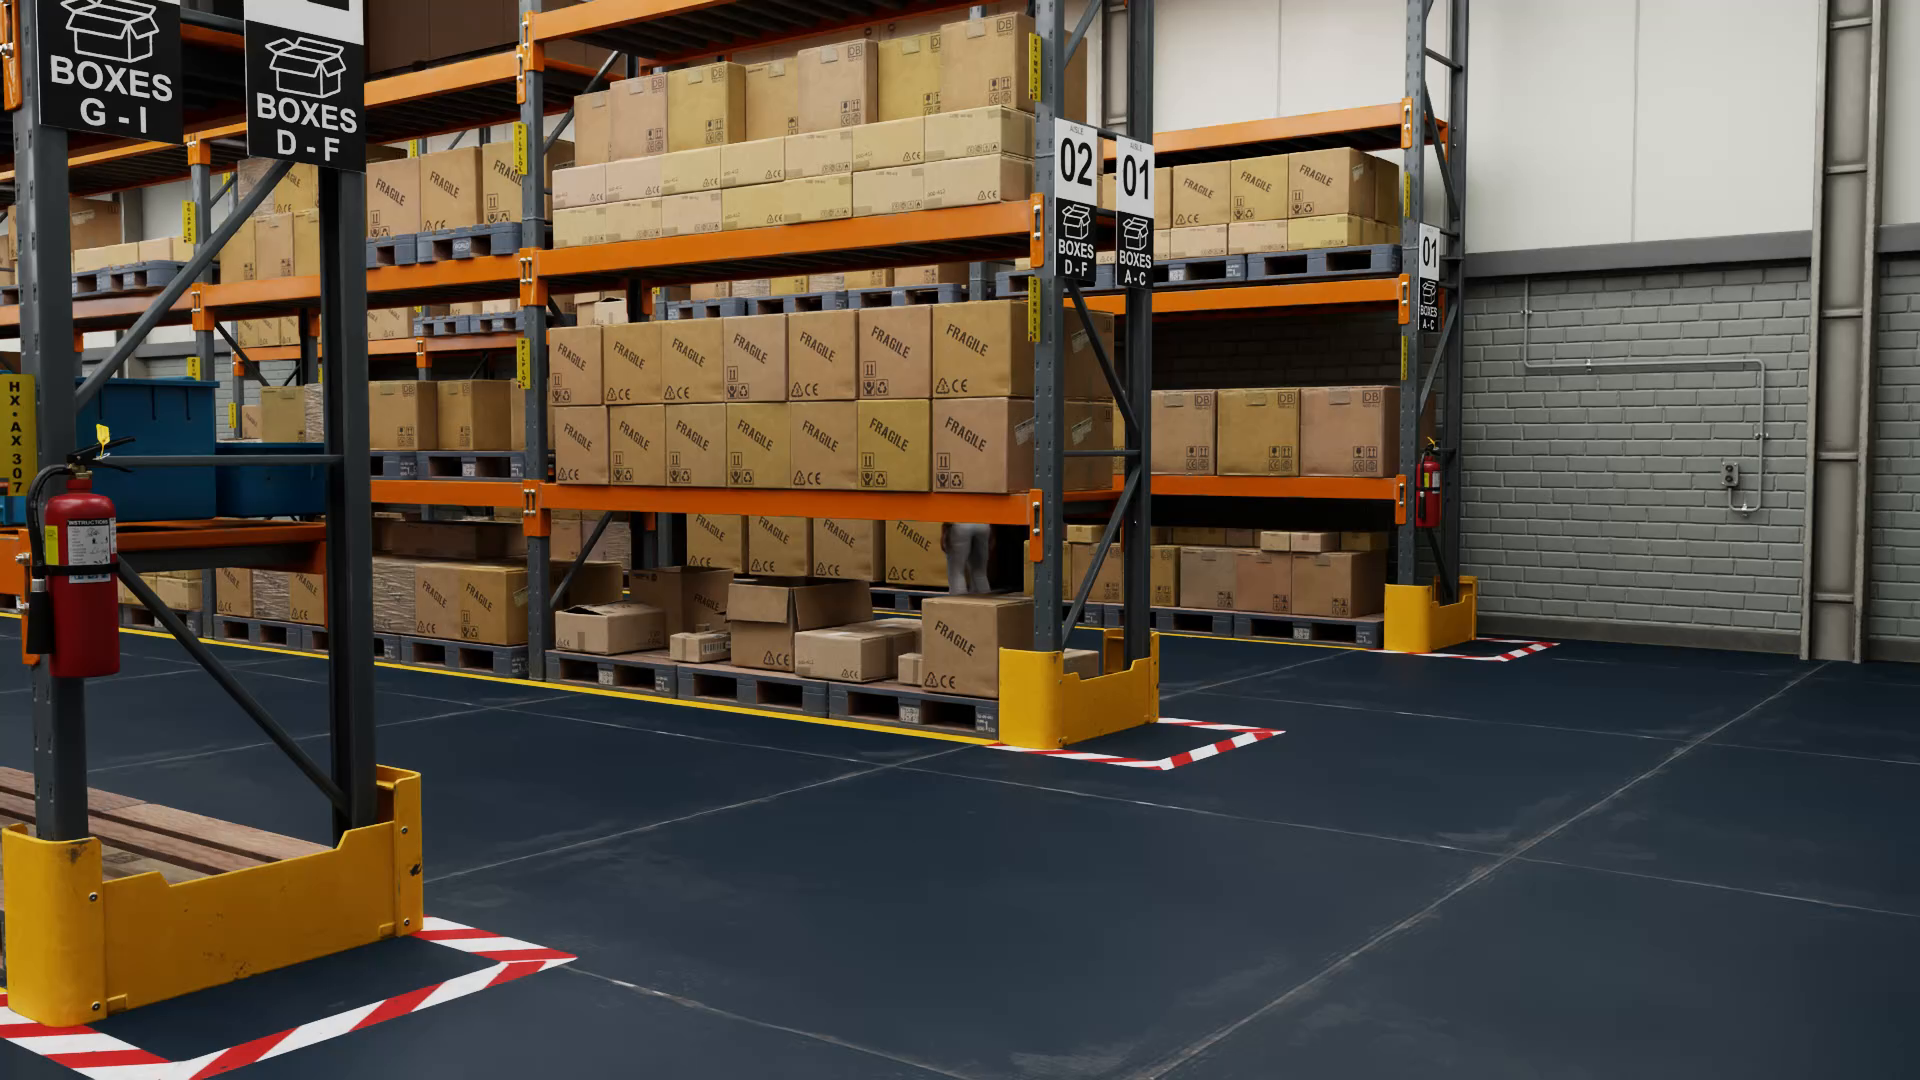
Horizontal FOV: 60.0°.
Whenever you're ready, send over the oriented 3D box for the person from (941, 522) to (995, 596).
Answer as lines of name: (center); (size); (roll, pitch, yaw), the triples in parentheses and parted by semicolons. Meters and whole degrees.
person: (0.023, -0.064, 13.511); (0.483, 1.656, 0.402); (-2, 4, -37)
